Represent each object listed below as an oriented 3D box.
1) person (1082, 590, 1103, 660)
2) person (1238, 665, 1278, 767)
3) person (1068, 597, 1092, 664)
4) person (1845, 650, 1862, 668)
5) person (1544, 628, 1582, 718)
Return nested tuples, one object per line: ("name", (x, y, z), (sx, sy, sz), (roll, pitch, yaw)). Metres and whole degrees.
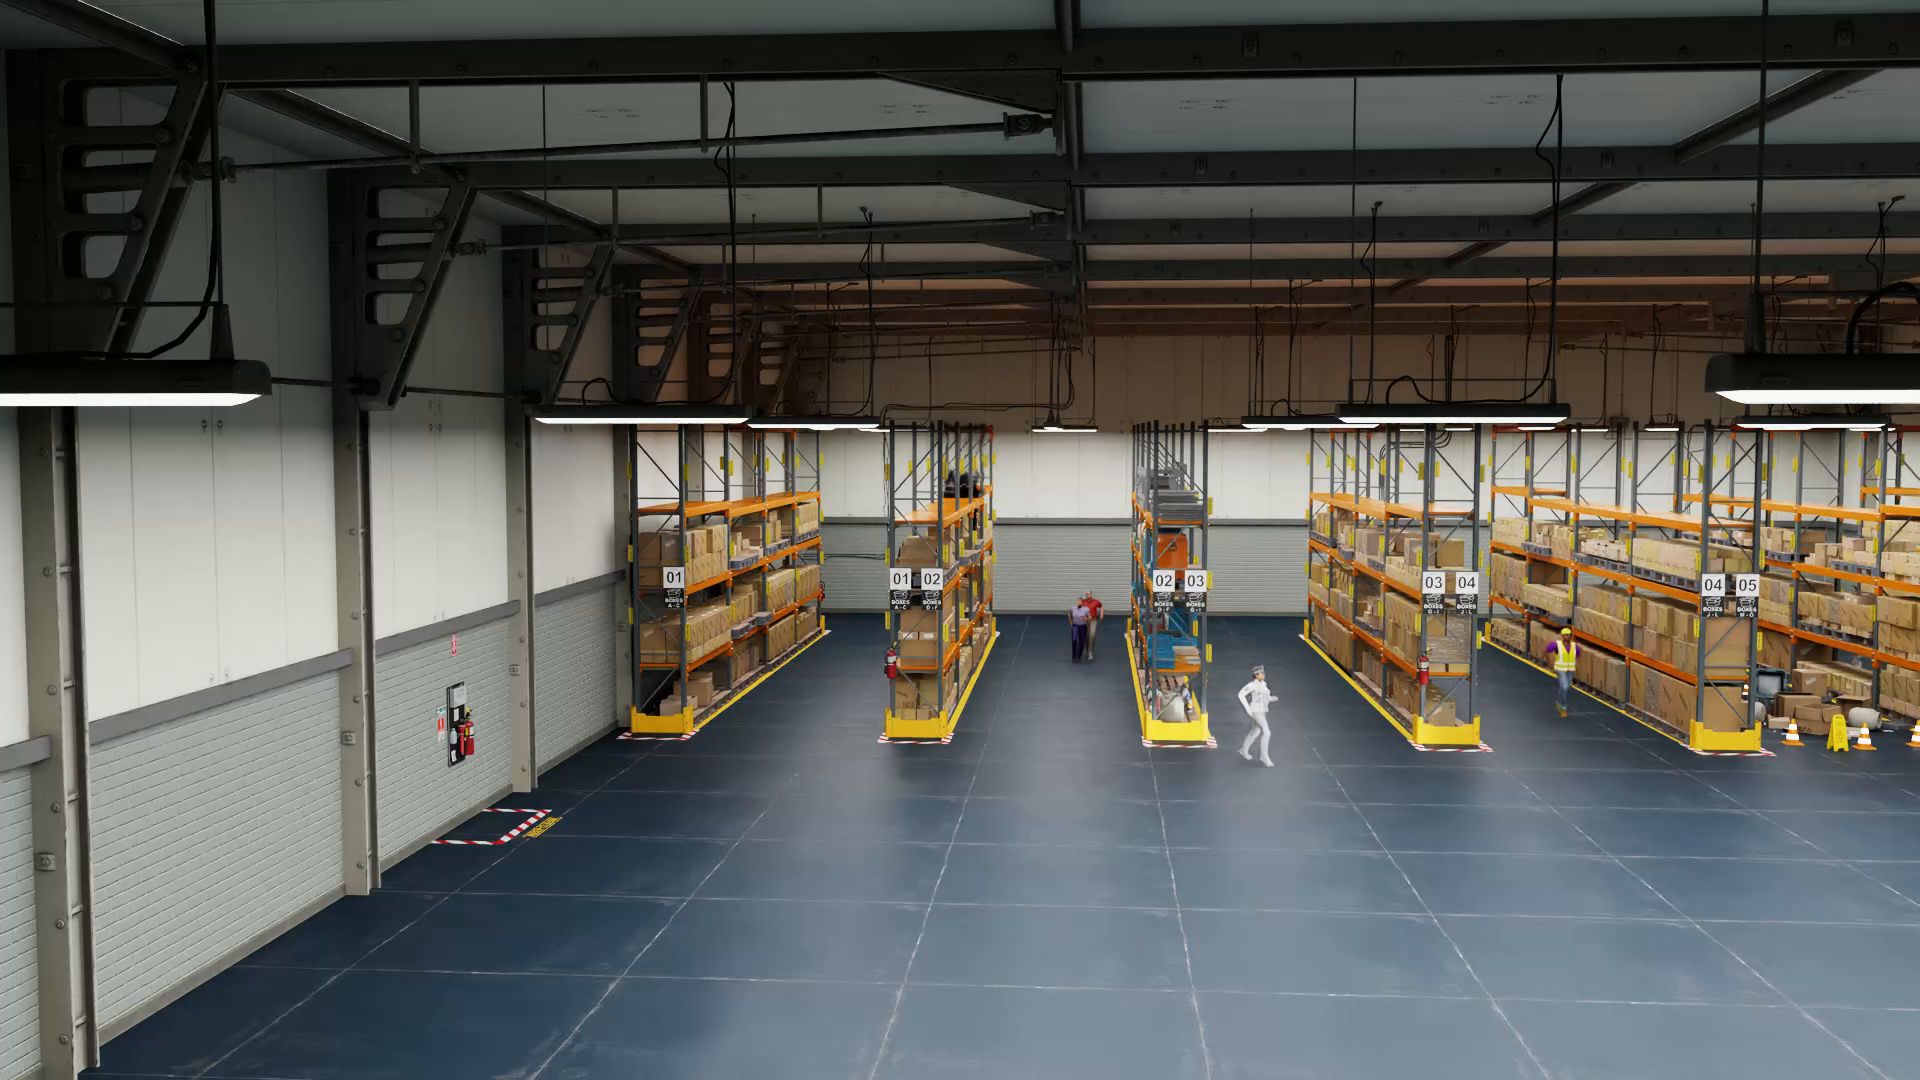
("person", (3.322, 2.161, 42.748), (0.665, 1.730, 0.978), (1, 4, 11))
("person", (5.176, 3.036, 28.919), (0.761, 1.738, 0.582), (3, 4, 35))
("person", (3.016, 2.272, 41.885), (0.585, 1.679, 0.768), (0, 4, 1))
("person", (21.920, 2.282, 40.724), (0.707, 1.739, 0.566), (0, 4, -2))
("person", (12.323, 2.702, 33.883), (0.674, 1.832, 0.785), (-1, 4, -9))
